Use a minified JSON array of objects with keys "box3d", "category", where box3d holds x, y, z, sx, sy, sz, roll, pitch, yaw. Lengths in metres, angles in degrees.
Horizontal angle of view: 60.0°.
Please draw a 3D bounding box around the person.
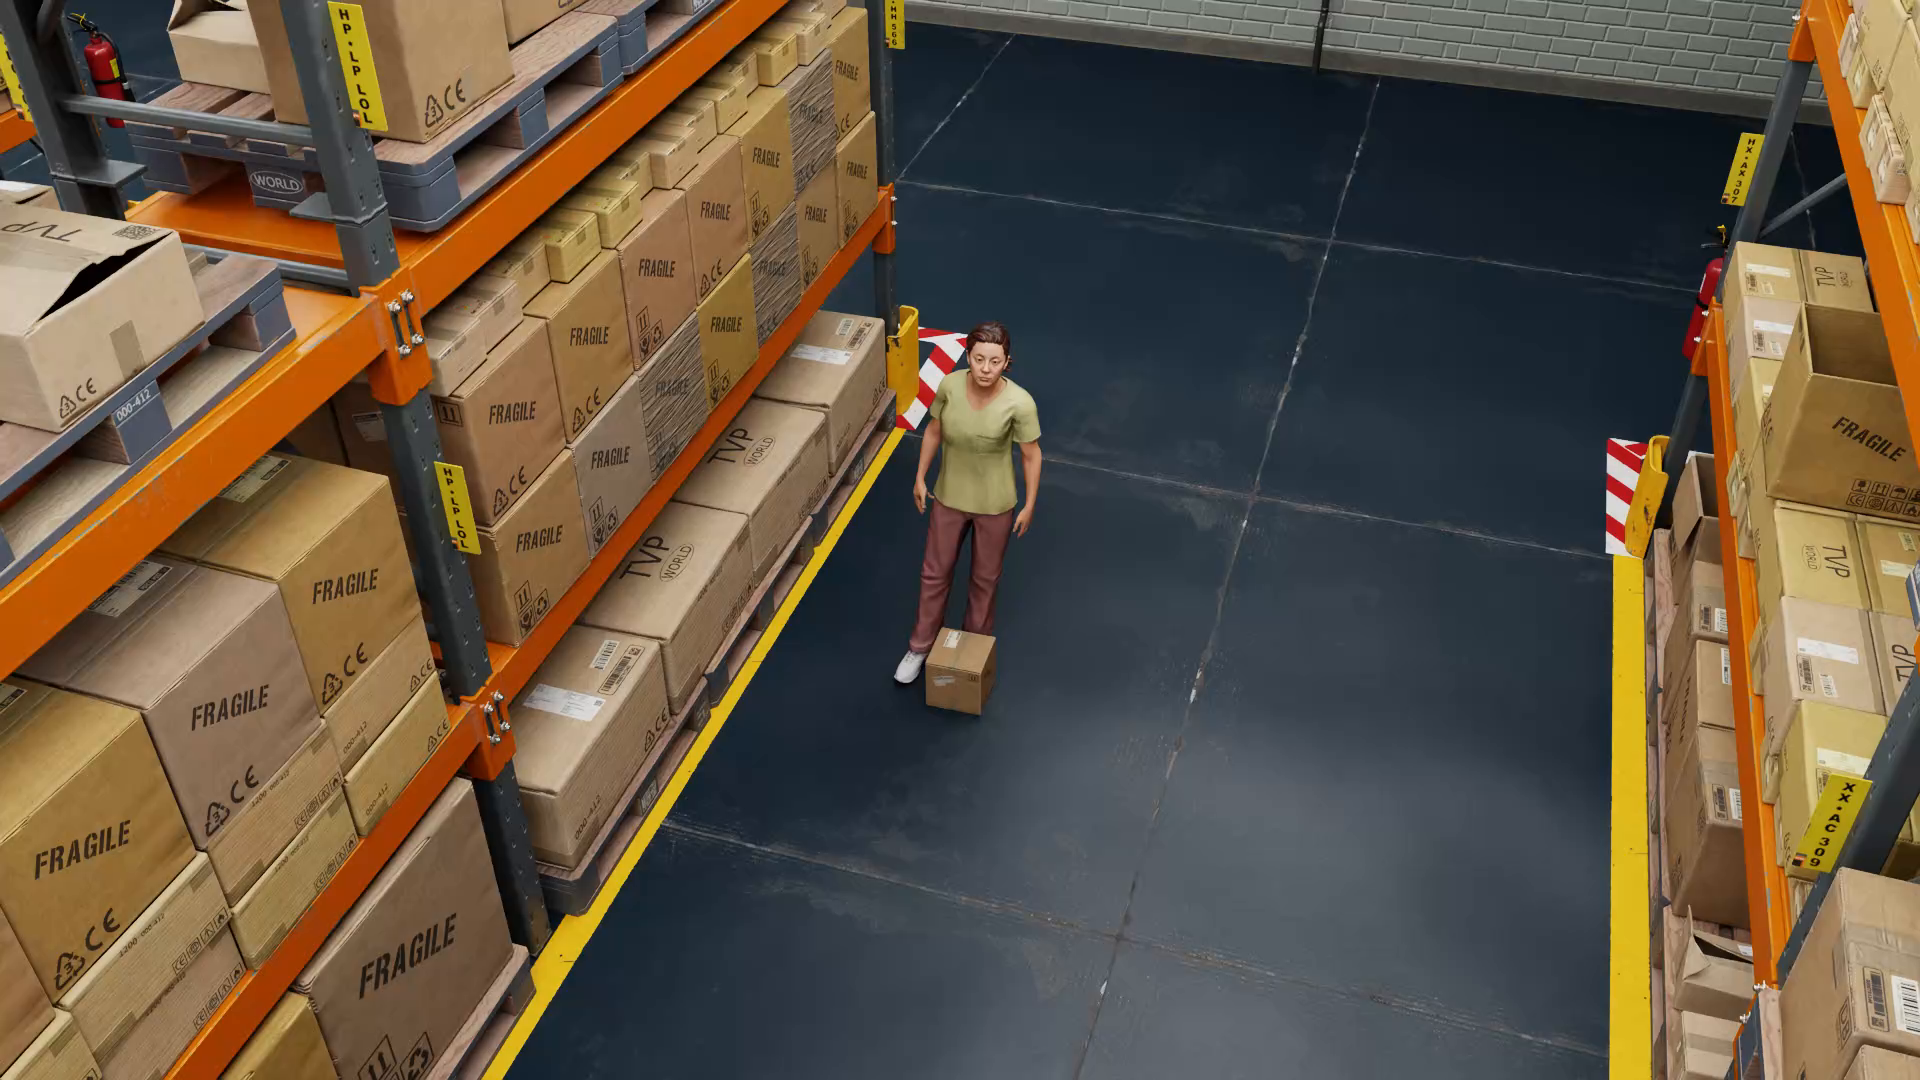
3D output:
[{"box3d":[0.039,-0.128,7.046,0.555,1.674,0.548,11,38,14],"category":"person"}]
